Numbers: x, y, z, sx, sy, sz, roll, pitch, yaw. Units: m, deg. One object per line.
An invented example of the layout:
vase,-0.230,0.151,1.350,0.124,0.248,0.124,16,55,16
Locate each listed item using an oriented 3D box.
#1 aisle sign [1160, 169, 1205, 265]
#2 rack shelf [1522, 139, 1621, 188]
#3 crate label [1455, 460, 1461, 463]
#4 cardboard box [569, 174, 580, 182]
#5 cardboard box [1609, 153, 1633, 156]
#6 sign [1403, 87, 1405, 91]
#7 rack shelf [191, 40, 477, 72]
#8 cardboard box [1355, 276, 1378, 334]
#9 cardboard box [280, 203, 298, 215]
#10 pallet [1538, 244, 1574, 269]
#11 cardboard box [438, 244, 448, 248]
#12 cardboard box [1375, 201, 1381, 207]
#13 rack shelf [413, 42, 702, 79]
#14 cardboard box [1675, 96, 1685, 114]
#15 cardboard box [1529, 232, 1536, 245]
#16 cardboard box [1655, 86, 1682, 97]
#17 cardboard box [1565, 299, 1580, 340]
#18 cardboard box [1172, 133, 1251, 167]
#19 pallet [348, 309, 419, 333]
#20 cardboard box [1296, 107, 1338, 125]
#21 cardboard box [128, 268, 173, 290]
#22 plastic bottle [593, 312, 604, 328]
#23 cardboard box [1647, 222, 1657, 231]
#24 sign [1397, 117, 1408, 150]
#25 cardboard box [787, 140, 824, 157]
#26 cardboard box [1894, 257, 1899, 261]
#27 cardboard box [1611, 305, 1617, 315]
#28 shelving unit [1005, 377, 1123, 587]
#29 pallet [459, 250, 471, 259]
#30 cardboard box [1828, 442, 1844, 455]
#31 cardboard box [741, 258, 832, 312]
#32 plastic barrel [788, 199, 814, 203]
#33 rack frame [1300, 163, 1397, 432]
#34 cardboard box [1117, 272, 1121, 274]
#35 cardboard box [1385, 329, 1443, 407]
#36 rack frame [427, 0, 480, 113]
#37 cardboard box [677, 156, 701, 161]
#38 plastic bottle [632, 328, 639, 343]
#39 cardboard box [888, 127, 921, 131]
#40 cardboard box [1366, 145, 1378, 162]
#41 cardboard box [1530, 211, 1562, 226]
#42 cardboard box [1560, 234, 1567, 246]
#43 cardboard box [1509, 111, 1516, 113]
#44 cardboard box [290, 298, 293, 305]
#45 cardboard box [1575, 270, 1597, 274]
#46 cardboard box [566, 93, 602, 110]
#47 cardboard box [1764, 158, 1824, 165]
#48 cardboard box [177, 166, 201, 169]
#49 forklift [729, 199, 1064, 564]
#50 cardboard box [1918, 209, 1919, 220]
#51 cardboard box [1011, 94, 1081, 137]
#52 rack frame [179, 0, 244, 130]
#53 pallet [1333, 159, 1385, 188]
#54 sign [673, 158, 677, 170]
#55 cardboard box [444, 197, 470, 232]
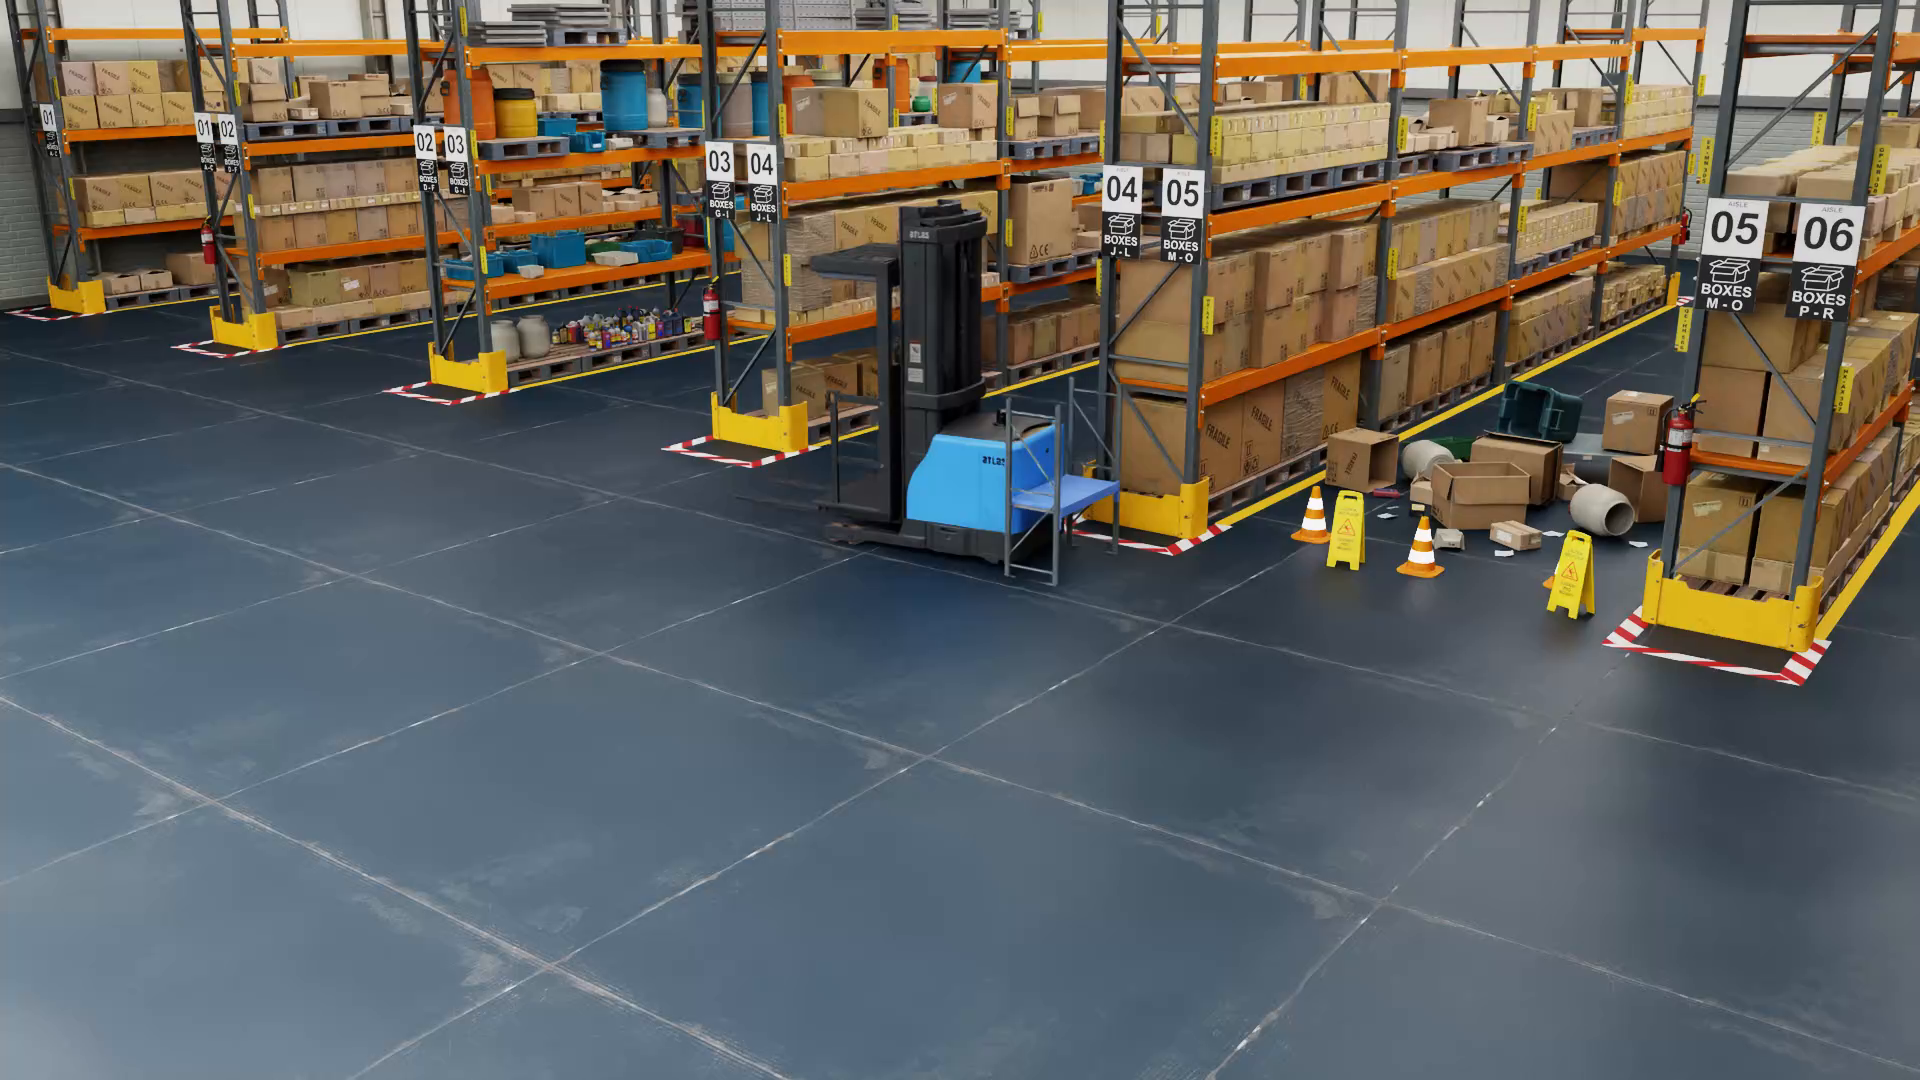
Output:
aisle sign,1.892,-2.754,14.170,0.394,0.787,0.004,12,21,35
rack shelf,7.652,-5.053,22.112,1.077,0.370,4.000,12,21,35
crate label,4.965,-0.725,16.848,0.298,0.136,0.250,-1,17,-3
cardboard box,-7.947,-7.370,33.807,0.380,0.149,0.250,13,22,36
cardboard box,10.123,-5.759,25.875,0.500,0.500,0.500,12,21,33
sign,7.731,-8.012,29.068,0.100,0.325,0.005,12,21,35
rack shelf,-8.992,-7.041,24.130,1.077,0.370,4.000,12,21,35
cardboard box,3.867,-2.516,17.536,0.875,0.550,0.550,12,21,35
cardboard box,-9.621,-4.710,23.592,0.380,0.149,0.250,12,21,33
pallet,7.607,-3.875,22.486,1.003,0.211,1.213,12,21,35
cardboard box,-10.185,-5.747,31.667,0.700,0.500,0.500,12,21,35
cardboard box,7.202,-5.968,29.328,0.380,0.149,0.250,13,21,35
rack shelf,-5.016,-6.165,21.309,1.077,0.370,4.000,12,21,35
cardboard box,10.853,-6.716,25.664,0.500,0.250,0.500,12,21,33
cardboard box,7.226,-3.919,21.519,0.380,0.149,0.250,12,21,33
cardboard box,10.816,-6.867,25.479,0.380,0.149,0.250,13,21,36
cardboard box,8.299,-3.104,23.188,0.500,0.500,0.500,12,21,33
cardboard box,2.187,-3.403,14.461,0.500,0.250,0.500,12,21,35
pallet,-9.034,-3.381,25.276,1.003,0.211,1.213,12,21,35
cardboard box,3.362,-4.033,15.816,0.380,0.149,0.250,12,21,34
cardboard box,-13.340,-4.319,27.386,0.500,0.311,0.500,15,22,39
plastic bottle,-5.004,-2.990,23.040,0.144,0.351,0.185,12,21,34
cardboard box,10.630,-4.908,25.914,0.380,0.149,0.250,11,21,32
sign,4.524,-4.154,17.000,0.100,0.325,0.005,12,21,35
cardboard box,-1.648,-4.103,17.422,0.380,0.149,0.250,13,21,36
cardboard box,9.122,-2.590,16.648,0.500,0.500,0.500,11,21,33
cardboard box,9.584,-3.441,24.866,0.380,0.149,0.250,12,21,34
shelving unit,0.867,-0.505,13.842,0.538,1.500,1.048,11,20,32
pallet,-9.864,-5.496,32.087,1.003,0.211,1.213,12,21,35
cardboard box,6.460,-0.767,12.580,0.380,0.149,0.250,12,21,33
cardboard box,-1.880,-2.799,18.028,0.875,0.500,0.500,12,21,35
plastic barrel,-2.383,-4.842,25.050,0.433,0.535,0.433,0,17,0
rack frame,4.077,-2.535,17.848,1.000,3.000,0.127,12,21,35
cardboard box,2.965,-3.735,24.586,1.225,0.875,0.875,11,21,32
cardboard box,4.952,-2.054,19.385,1.050,0.750,0.750,12,21,35
rack frame,-7.800,-8.052,25.498,1.000,3.000,0.127,12,21,35
cardboard box,-6.238,-8.409,36.259,0.980,0.700,0.700,12,21,33
plastic bottle,-4.431,-2.786,22.635,0.097,0.201,0.097,0,17,0
cardboard box,-0.682,-4.761,19.541,0.380,0.149,0.250,13,22,36
cardboard box,3.967,-3.892,16.709,0.380,0.149,0.250,13,21,36
cardboard box,7.825,-4.300,22.245,0.380,0.149,0.250,12,21,34
cardboard box,7.992,-4.080,22.541,0.380,0.149,0.250,14,22,37
cardboard box,6.884,-5.270,21.430,0.500,0.500,0.500,12,21,35
cardboard box,-9.813,-3.423,24.635,0.500,0.250,0.500,12,21,35
cardboard box,9.874,-4.134,26.095,0.380,0.149,0.250,13,21,36
cardboard box,-6.289,-7.321,27.746,0.500,0.250,0.500,12,21,34
cardboard box,6.580,-2.929,13.138,0.380,0.149,0.250,13,22,36
cardboard box,-12.841,-6.042,28.097,0.500,0.500,0.500,13,22,36
forklift,-0.629,-1.484,14.581,3.031,2.935,1.130,9,19,26
cardboard box,7.815,-2.758,13.932,0.380,0.149,0.250,13,21,35
cardboard box,1.074,-5.437,21.253,0.797,0.503,0.637,13,22,37
rack frame,-10.183,-7.099,22.430,1.000,3.000,0.127,12,21,35
pallet,3.581,-3.732,16.795,1.003,0.211,1.213,12,21,35
sign,-4.969,-6.595,28.971,0.100,0.325,0.005,12,21,35
cardboard box,-8.059,-5.128,26.029,0.700,0.500,0.500,12,21,33
